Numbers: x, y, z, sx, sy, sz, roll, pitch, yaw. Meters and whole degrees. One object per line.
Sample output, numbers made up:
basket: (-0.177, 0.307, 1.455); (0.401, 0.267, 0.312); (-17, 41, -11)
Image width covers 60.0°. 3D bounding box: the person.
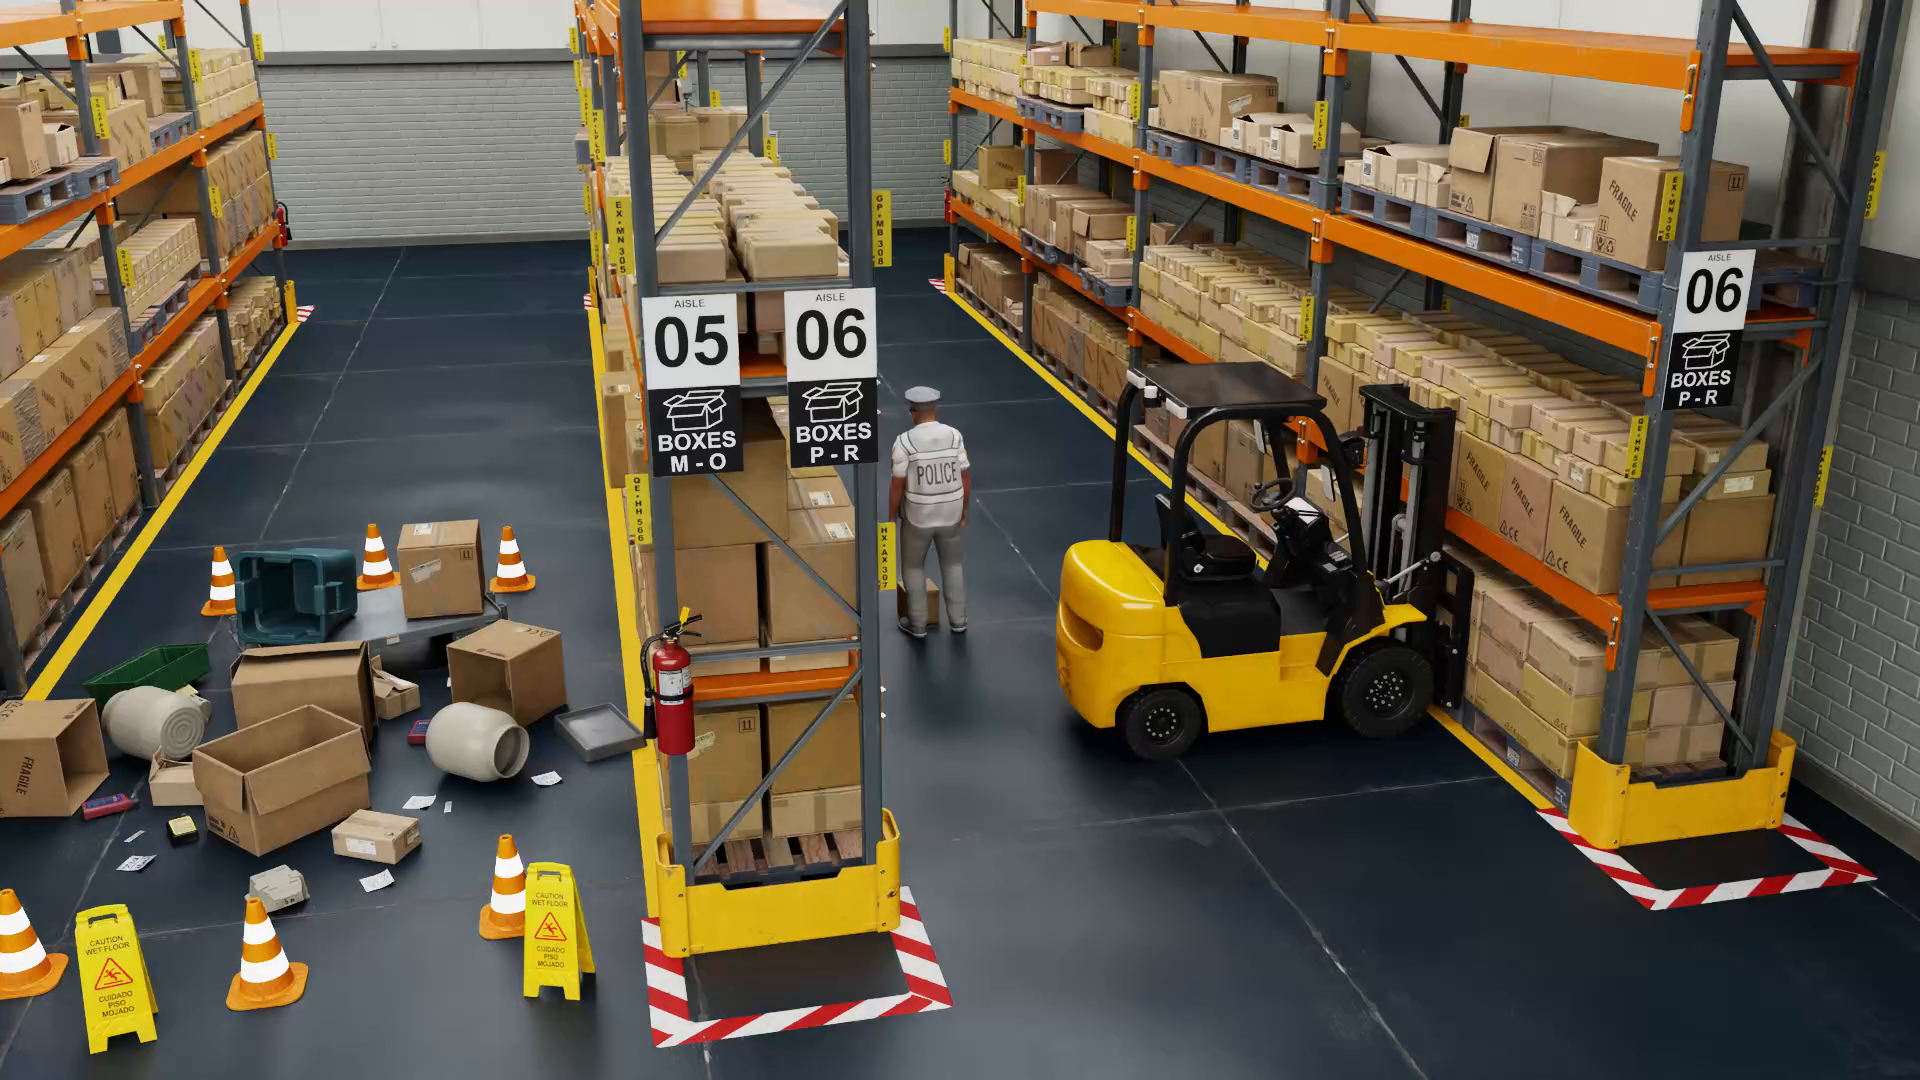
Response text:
person: (-0.202, -0.173, 11.549); (0.604, 1.746, 0.429); (-7, 21, -18)
